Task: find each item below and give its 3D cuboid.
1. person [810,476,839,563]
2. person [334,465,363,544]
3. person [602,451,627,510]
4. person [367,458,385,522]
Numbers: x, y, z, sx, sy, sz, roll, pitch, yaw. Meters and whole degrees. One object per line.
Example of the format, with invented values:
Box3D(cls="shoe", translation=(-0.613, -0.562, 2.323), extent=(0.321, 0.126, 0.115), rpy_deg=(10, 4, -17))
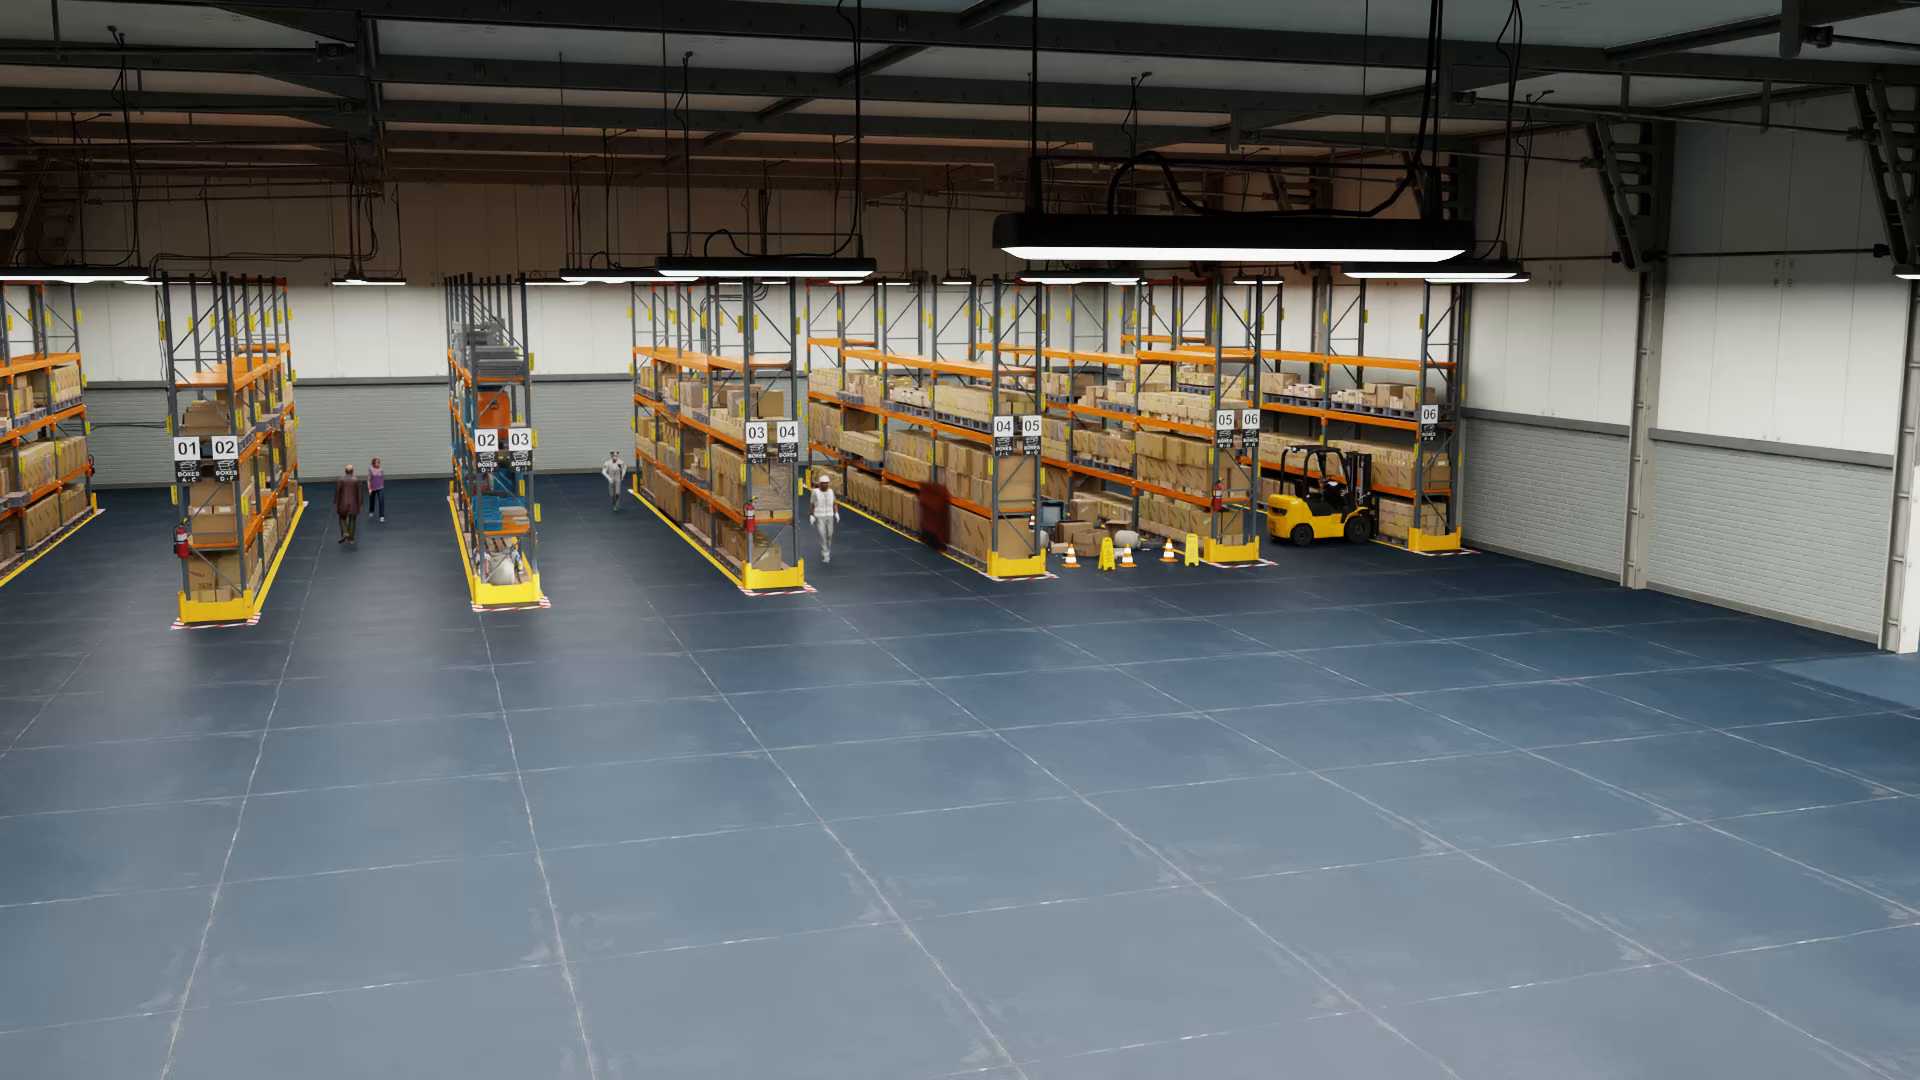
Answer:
Box3D(cls="person", translation=(-2.822, -0.455, 35.264), extent=(0.589, 1.788, 0.737), rpy_deg=(-5, 10, -28))
Box3D(cls="person", translation=(-13.738, -0.795, 37.380), extent=(0.620, 1.778, 0.535), rpy_deg=(-3, 9, -17))
Box3D(cls="person", translation=(-8.937, -1.544, 43.071), extent=(0.599, 1.584, 0.692), rpy_deg=(-1, 9, -7))
Box3D(cls="person", translation=(-14.466, -1.263, 41.151), extent=(0.402, 1.554, 0.888), rpy_deg=(-4, 10, -26))
